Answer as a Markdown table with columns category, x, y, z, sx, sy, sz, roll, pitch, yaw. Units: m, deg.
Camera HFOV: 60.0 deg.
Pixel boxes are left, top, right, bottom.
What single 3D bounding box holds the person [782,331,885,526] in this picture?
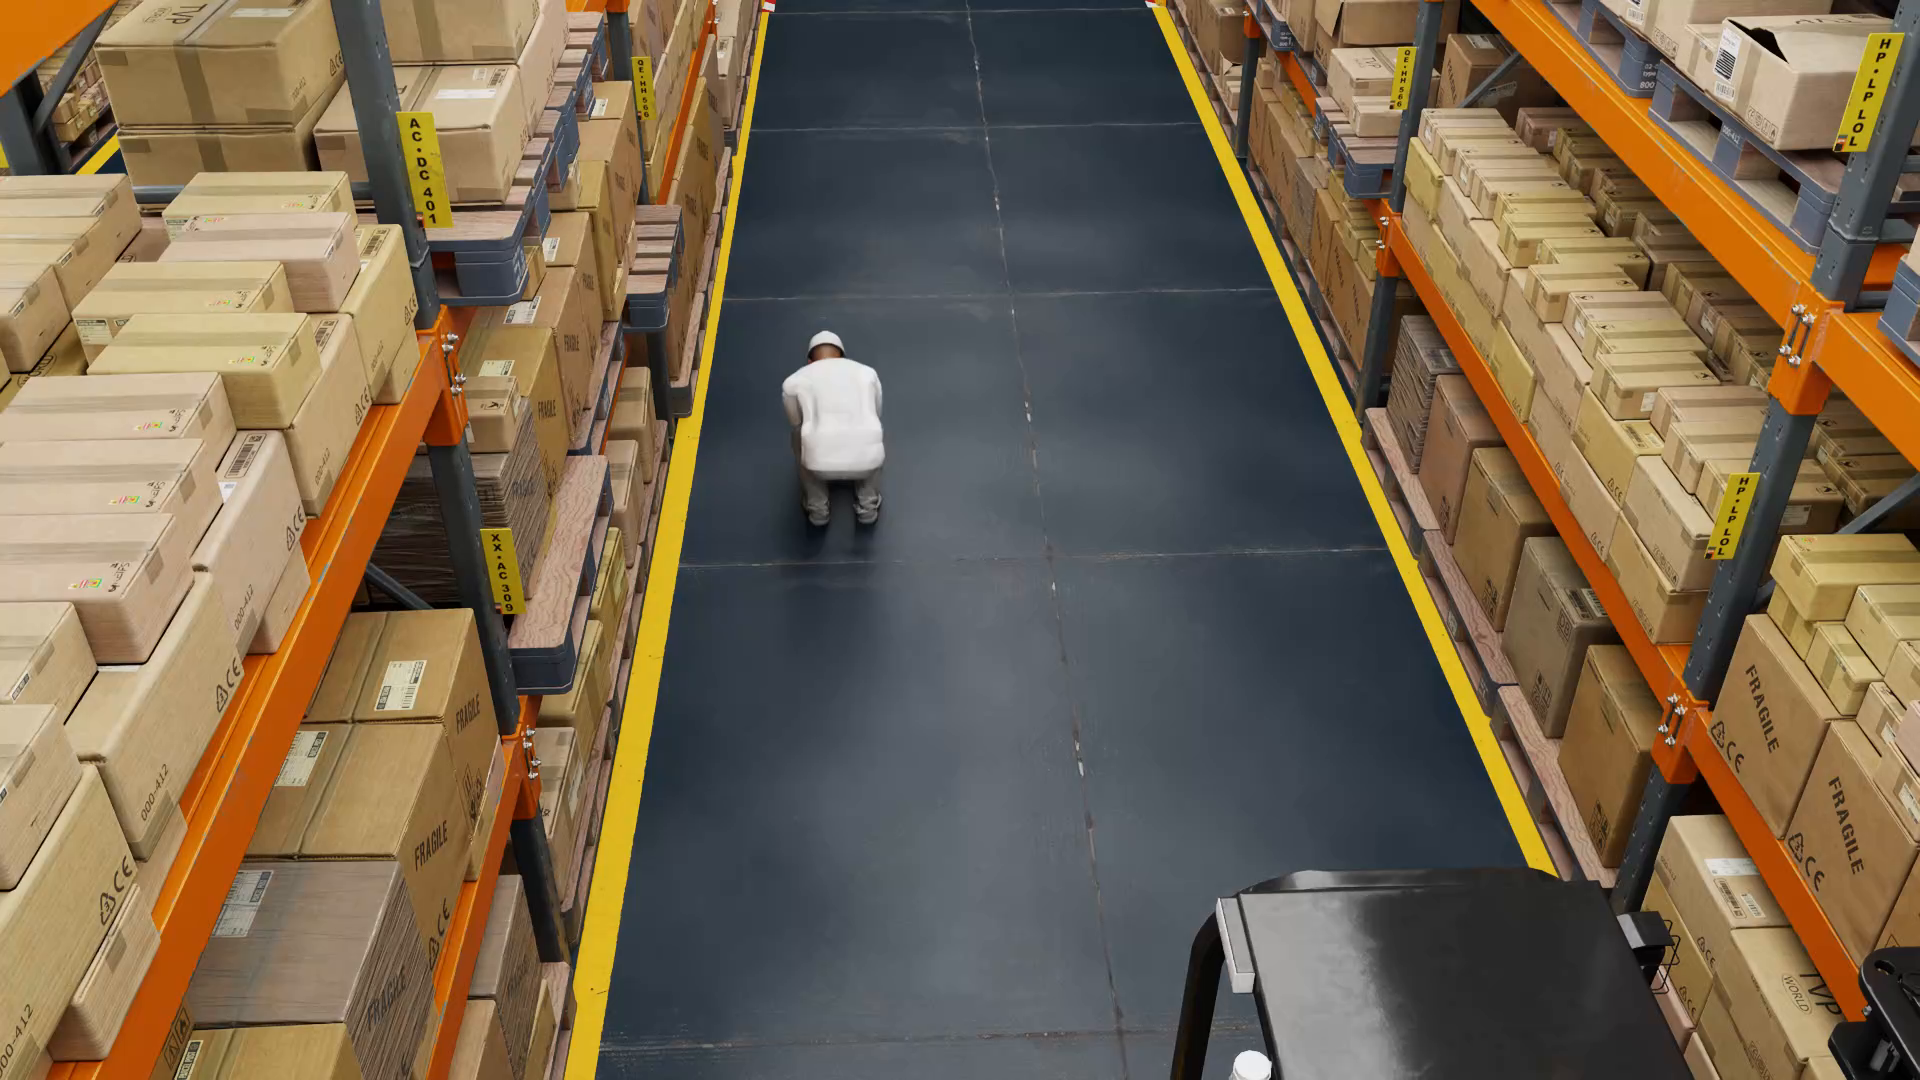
| category | x | y | z | sx | sy | sz | roll | pitch | yaw |
| --- | --- | --- | --- | --- | --- | --- | --- | --- | --- |
| person | -0.667 | -0.550 | 8.860 | 0.533 | 0.861 | 0.944 | -3 | 35 | -4 |
